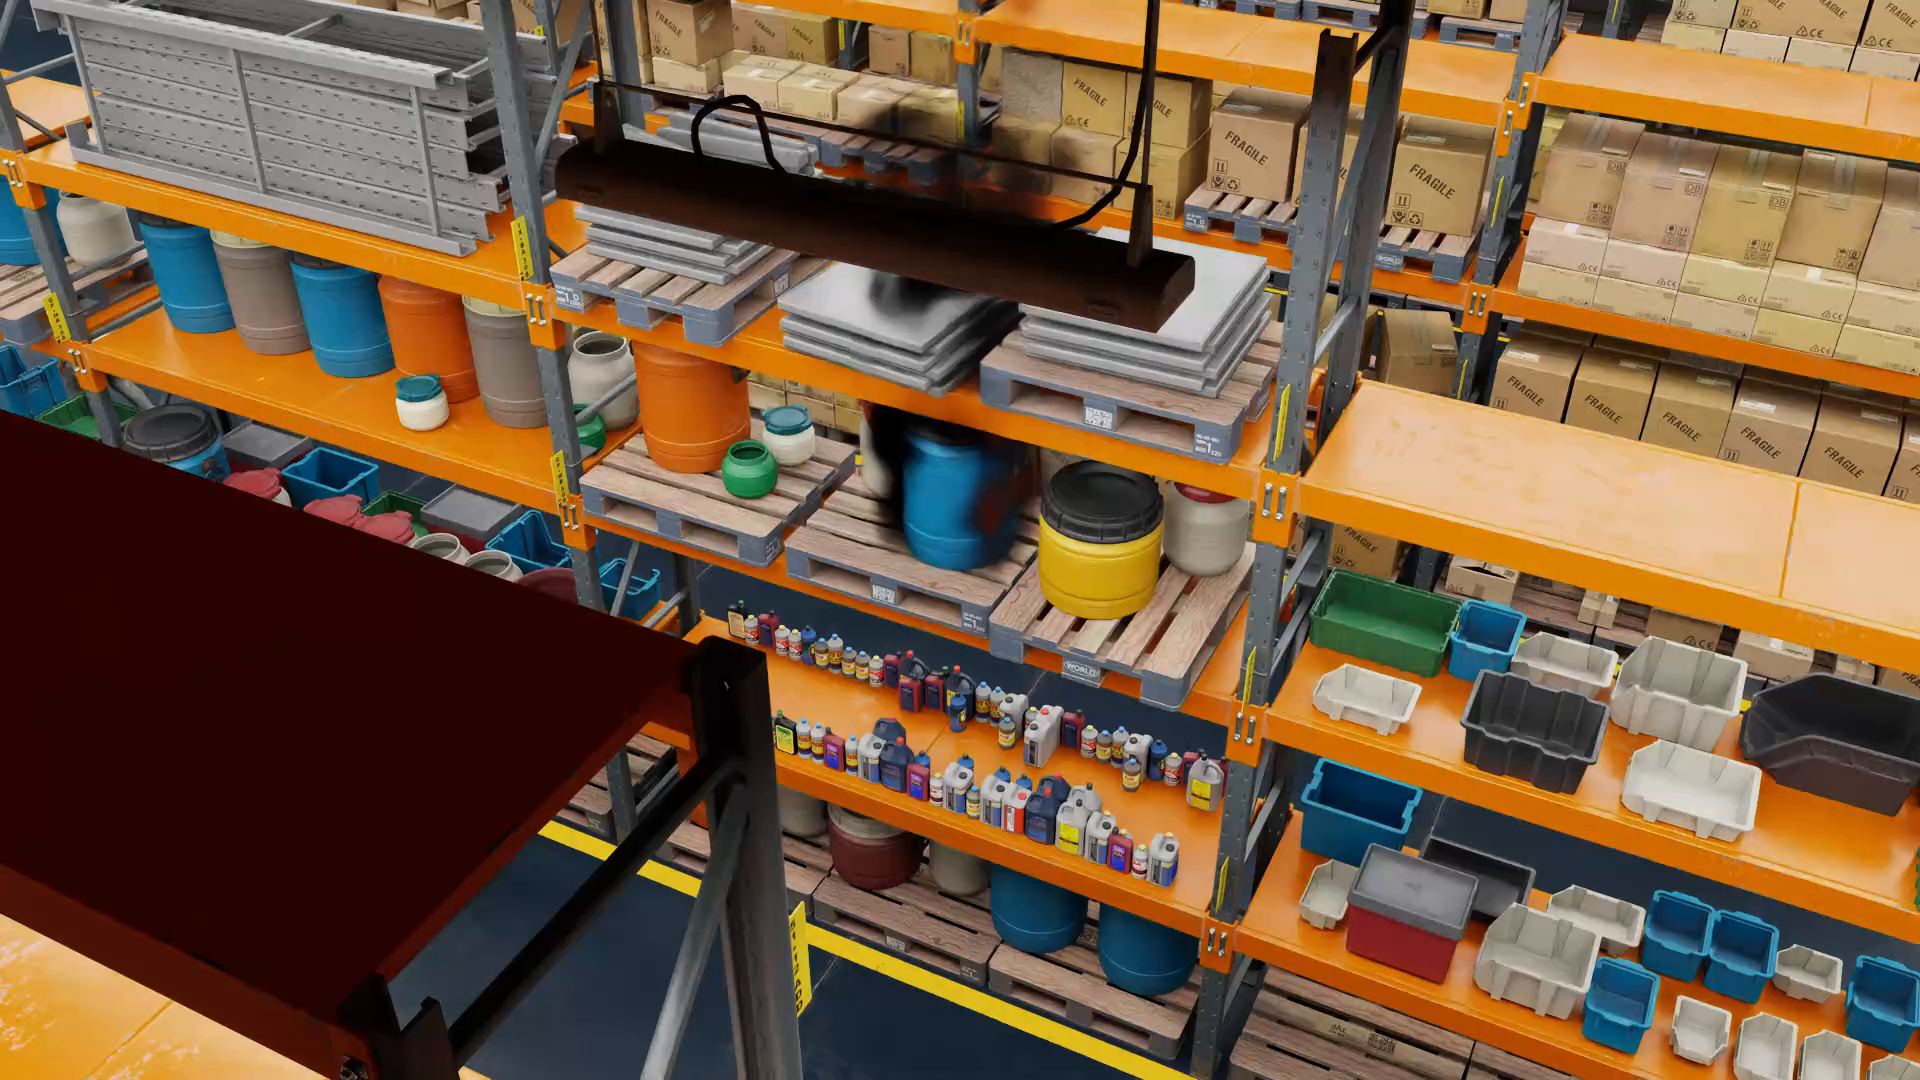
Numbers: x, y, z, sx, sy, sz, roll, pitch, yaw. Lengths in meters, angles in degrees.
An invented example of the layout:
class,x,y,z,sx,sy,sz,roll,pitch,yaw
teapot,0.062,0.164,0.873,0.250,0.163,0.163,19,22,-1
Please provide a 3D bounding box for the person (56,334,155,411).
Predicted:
class,x,y,z,sx,sy,sz,roll,pitch,yaw
person,-7.732,-1.623,14.668,0.845,1.785,0.727,13,37,18
